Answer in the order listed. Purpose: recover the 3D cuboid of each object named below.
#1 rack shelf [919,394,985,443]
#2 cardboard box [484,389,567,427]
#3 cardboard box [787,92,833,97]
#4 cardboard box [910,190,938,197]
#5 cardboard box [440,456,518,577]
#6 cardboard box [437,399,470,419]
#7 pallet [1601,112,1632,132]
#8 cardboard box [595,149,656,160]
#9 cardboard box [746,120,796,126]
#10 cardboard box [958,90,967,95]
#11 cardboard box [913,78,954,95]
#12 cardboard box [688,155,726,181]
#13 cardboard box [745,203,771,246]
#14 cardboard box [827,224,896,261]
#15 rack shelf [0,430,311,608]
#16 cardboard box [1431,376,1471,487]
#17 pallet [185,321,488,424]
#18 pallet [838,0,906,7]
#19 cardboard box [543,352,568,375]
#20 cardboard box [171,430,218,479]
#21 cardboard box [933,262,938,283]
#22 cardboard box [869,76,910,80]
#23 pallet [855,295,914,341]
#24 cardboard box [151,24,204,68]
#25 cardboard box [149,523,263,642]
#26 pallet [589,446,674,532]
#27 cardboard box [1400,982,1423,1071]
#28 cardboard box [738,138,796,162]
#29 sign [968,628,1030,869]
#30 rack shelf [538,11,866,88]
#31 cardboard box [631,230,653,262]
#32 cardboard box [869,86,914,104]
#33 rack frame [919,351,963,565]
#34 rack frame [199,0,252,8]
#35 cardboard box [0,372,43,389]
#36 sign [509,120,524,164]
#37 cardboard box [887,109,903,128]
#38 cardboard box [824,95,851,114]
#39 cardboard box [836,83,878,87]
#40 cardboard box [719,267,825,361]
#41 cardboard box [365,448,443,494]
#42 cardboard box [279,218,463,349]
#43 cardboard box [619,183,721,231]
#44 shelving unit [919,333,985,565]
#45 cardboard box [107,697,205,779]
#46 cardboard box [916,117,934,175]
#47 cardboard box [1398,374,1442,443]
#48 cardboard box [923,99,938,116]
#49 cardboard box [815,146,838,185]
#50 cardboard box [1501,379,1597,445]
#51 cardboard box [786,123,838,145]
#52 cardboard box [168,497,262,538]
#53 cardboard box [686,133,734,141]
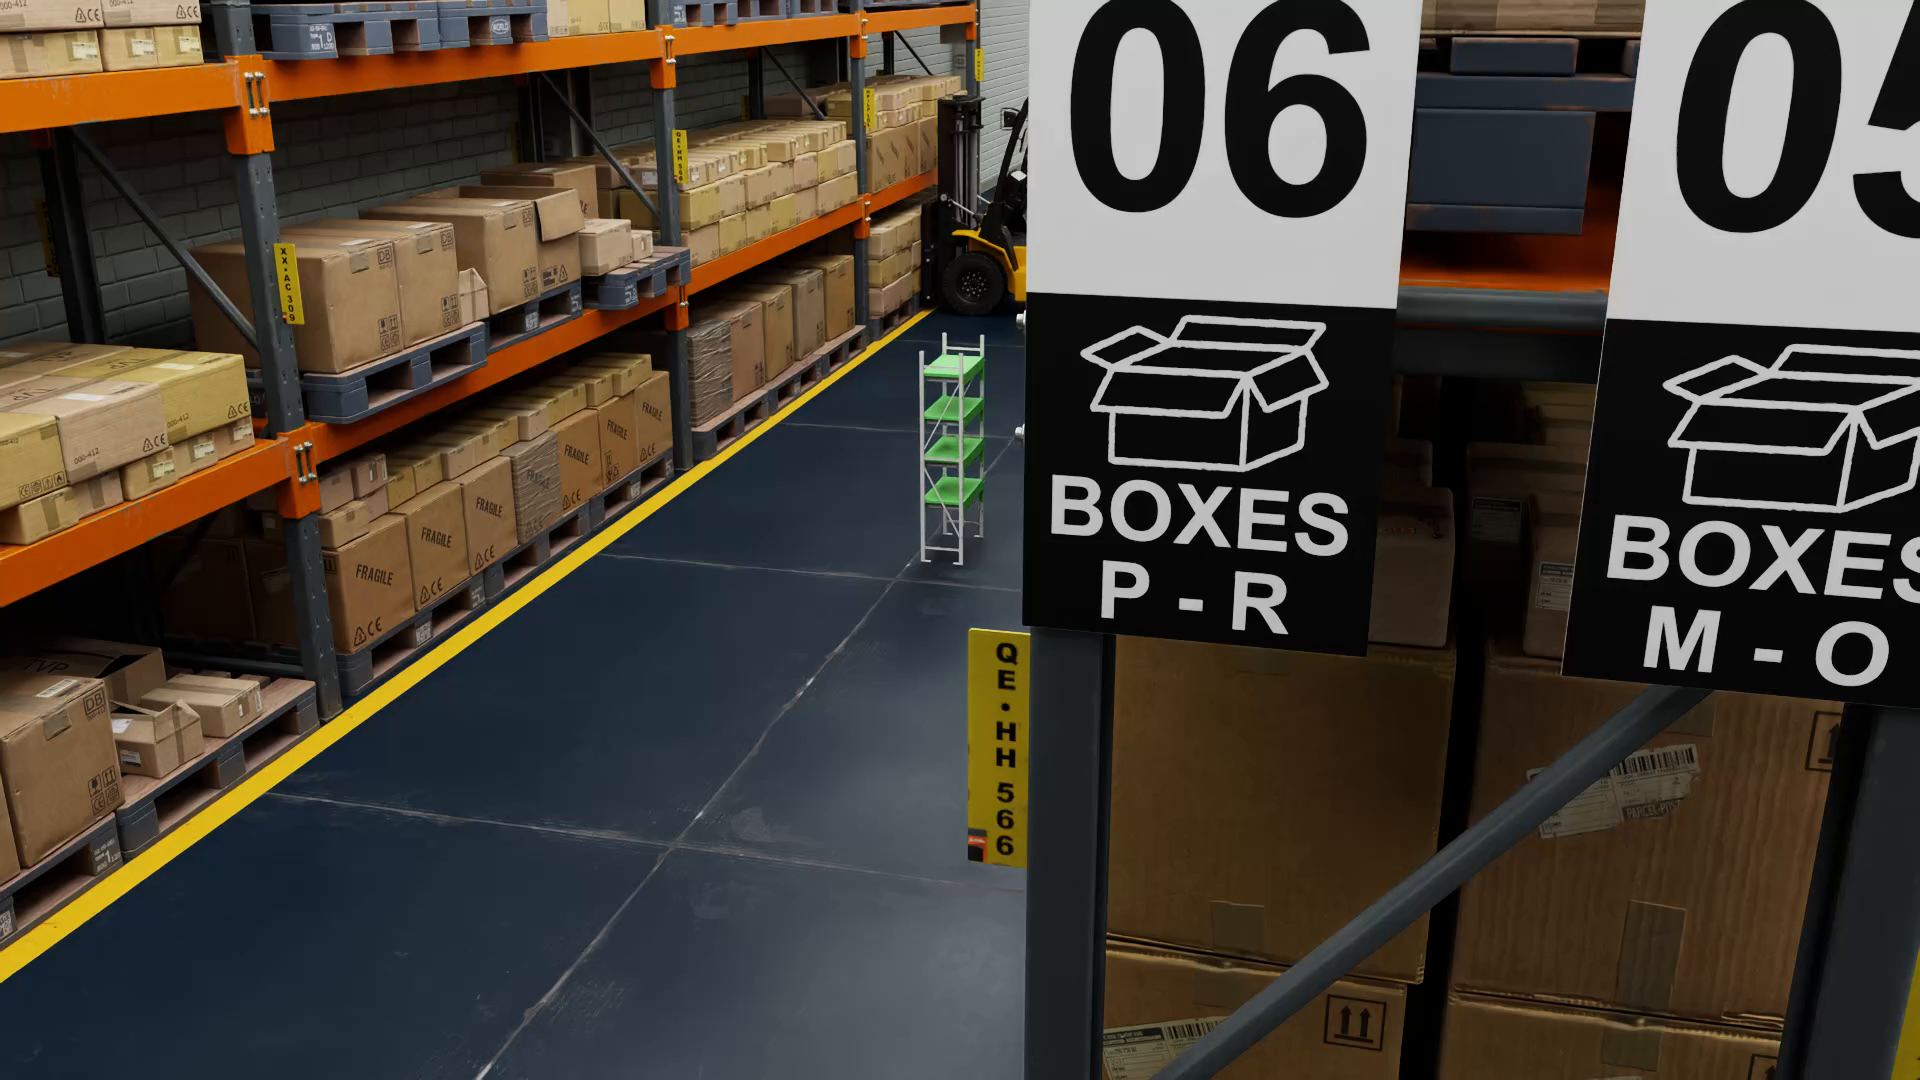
[{"bbox_3d":[-0.040,-0.683,9.285,0.258,0.148,0.480,5,19,13],"label":"rack shelf"},{"bbox_3d":[-2.465,-0.747,9.448,0.380,0.149,0.250,4,19,13],"label":"cardboard box"},{"bbox_3d":[-1.362,-3.955,15.009,0.380,0.149,0.250,4,19,13],"label":"cardboard box"},{"bbox_3d":[-0.252,-3.472,17.269,0.500,0.250,0.500,5,19,14],"label":"cardboard box"},{"bbox_3d":[-2.672,-0.143,8.683,0.500,0.500,0.500,4,19,12],"label":"cardboard box"},{"bbox_3d":[-2.971,-0.698,9.304,0.380,0.149,0.250,5,19,14],"label":"cardboard box"},{"bbox_3d":[1.049,-1.019,3.528,1.003,0.211,1.213,5,19,13],"label":"pallet"},{"bbox_3d":[-2.324,-2.645,11.633,0.380,0.149,0.250,4,19,12],"label":"cardboard box"},{"bbox_3d":[-1.594,-3.438,13.955,0.380,0.149,0.250,4,19,12],"label":"cardboard box"},{"bbox_3d":[-0.136,-4.654,17.515,0.380,0.149,0.250,5,19,14],"label":"cardboard box"},{"bbox_3d":[-0.274,-4.633,16.993,0.380,0.149,0.250,5,20,15],"label":"cardboard box"},{"bbox_3d":[-1.812,-2.521,11.268,0.380,0.149,0.250,5,20,15],"label":"cardboard box"},{"bbox_3d":[-1.686,-2.291,11.987,0.500,0.250,0.500,4,19,12],"label":"cardboard box"},{"bbox_3d":[-0.878,-2.675,14.935,0.500,0.250,0.500,4,19,13],"label":"cardboard box"},{"bbox_3d":[-3.744,0.298,5.288,1.077,0.370,4.000,5,19,13],"label":"rack shelf"},{"bbox_3d":[1.334,-0.154,3.797,0.500,0.500,0.500,5,19,14],"label":"cardboard box"},{"bbox_3d":[-2.954,-0.821,7.746,1.003,0.211,1.213,5,19,13],"label":"pallet"},{"bbox_3d":[-1.117,-4.824,14.667,1.003,0.211,1.213,5,19,13],"label":"pallet"},{"bbox_3d":[-2.707,-1.107,10.503,0.380,0.149,0.250,6,20,16],"label":"cardboard box"},{"bbox_3d":[-3.131,-0.348,6.453,0.380,0.149,0.250,5,20,15],"label":"cardboard box"},{"bbox_3d":[-0.498,-2.680,16.498,0.500,0.250,0.500,5,20,15],"label":"cardboard box"},{"bbox_3d":[-0.738,-4.759,17.362,0.380,0.149,0.250,5,20,15],"label":"cardboard box"},{"bbox_3d":[-1.065,-2.103,15.519,1.003,0.211,1.213,5,19,13],"label":"pallet"},{"bbox_3d":[-3.056,-1.834,6.165,0.380,0.149,0.250,5,19,13],"label":"cardboard box"},{"bbox_3d":[-3.422,0.137,7.862,0.500,0.500,0.500,5,19,13],"label":"cardboard box"},{"bbox_3d":[-2.497,-0.373,10.452,1.003,0.211,1.213,5,19,13],"label":"pallet"},{"bbox_3d":[1.074,0.639,3.021,0.500,0.500,0.500,4,19,13],"label":"cardboard box"},{"bbox_3d":[-1.442,-2.915,12.422,0.380,0.149,0.250,4,19,12],"label":"cardboard box"},{"bbox_3d":[0.059,0.268,2.105,0.100,0.325,0.005,5,19,13],"label":"sign"},{"bbox_3d":[-1.789,-3.629,12.145,1.077,0.370,4.000,5,19,13],"label":"rack shelf"},{"bbox_3d":[-2.066,-1.767,9.959,0.380,0.149,0.250,5,19,14],"label":"cardboard box"},{"bbox_3d":[-0.653,-4.238,15.837,0.380,0.149,0.250,5,19,14],"label":"cardboard box"},{"bbox_3d":[-0.100,-0.439,9.118,0.240,1.200,0.015,5,19,13],"label":"rack frame"},{"bbox_3d":[-3.255,-3.509,6.038,1.000,3.000,0.127,5,19,13],"label":"rack frame"},{"bbox_3d":[-3.754,-0.448,6.130,0.500,0.250,0.500,4,19,13],"label":"cardboard box"},{"bbox_3d":[-2.817,-2.514,10.616,0.100,0.325,0.005,5,19,13],"label":"sign"},{"bbox_3d":[-0.737,-3.847,15.152,0.380,0.149,0.250,5,20,15],"label":"cardboard box"},{"bbox_3d":[-0.976,-3.839,14.668,0.380,0.149,0.250,5,19,14],"label":"cardboard box"},{"bbox_3d":[-1.018,-4.355,16.178,0.380,0.149,0.250,5,19,14],"label":"cardboard box"},{"bbox_3d":[-1.614,-1.845,13.473,0.875,0.625,0.625,4,19,13],"label":"cardboard box"},{"bbox_3d":[-2.811,-0.345,8.271,0.380,0.149,0.250,4,19,12],"label":"cardboard box"},{"bbox_3d":[-2.793,-1.212,7.791,0.700,0.500,0.500,5,19,14],"label":"cardboard box"},{"bbox_3d":[-1.908,-2.207,10.966,0.500,0.250,0.500,5,19,13],"label":"cardboard box"},{"bbox_3d":[-0.040,-0.516,9.342,0.258,1.200,0.503,5,19,13],"label":"shelving unit"},{"bbox_3d":[-3.193,0.735,6.475,0.396,0.266,0.258,5,20,15],"label":"cardboard box"},{"bbox_3d":[-0.561,-3.822,16.082,0.500,0.500,0.500,5,19,14],"label":"cardboard box"},{"bbox_3d":[0.730,-0.302,3.225,0.380,0.149,0.250,4,19,13],"label":"cardboard box"},{"bbox_3d":[-0.426,-4.250,16.332,0.380,0.149,0.250,5,19,14],"label":"cardboard box"},{"bbox_3d":[-1.291,-3.007,13.308,0.500,0.250,0.500,4,19,12],"label":"cardboard box"},{"bbox_3d":[1.154,-0.186,2.886,0.380,0.149,0.250,4,19,12],"label":"cardboard box"},{"bbox_3d":[-1.214,-3.324,13.622,0.380,0.149,0.250,4,19,13],"label":"cardboard box"},{"bbox_3d":[-3.445,-0.130,7.643,0.380,0.149,0.250,4,19,11],"label":"cardboard box"},{"bbox_3d":[-1.957,-3.043,12.797,0.380,0.149,0.250,5,19,13],"label":"cardboard box"}]
